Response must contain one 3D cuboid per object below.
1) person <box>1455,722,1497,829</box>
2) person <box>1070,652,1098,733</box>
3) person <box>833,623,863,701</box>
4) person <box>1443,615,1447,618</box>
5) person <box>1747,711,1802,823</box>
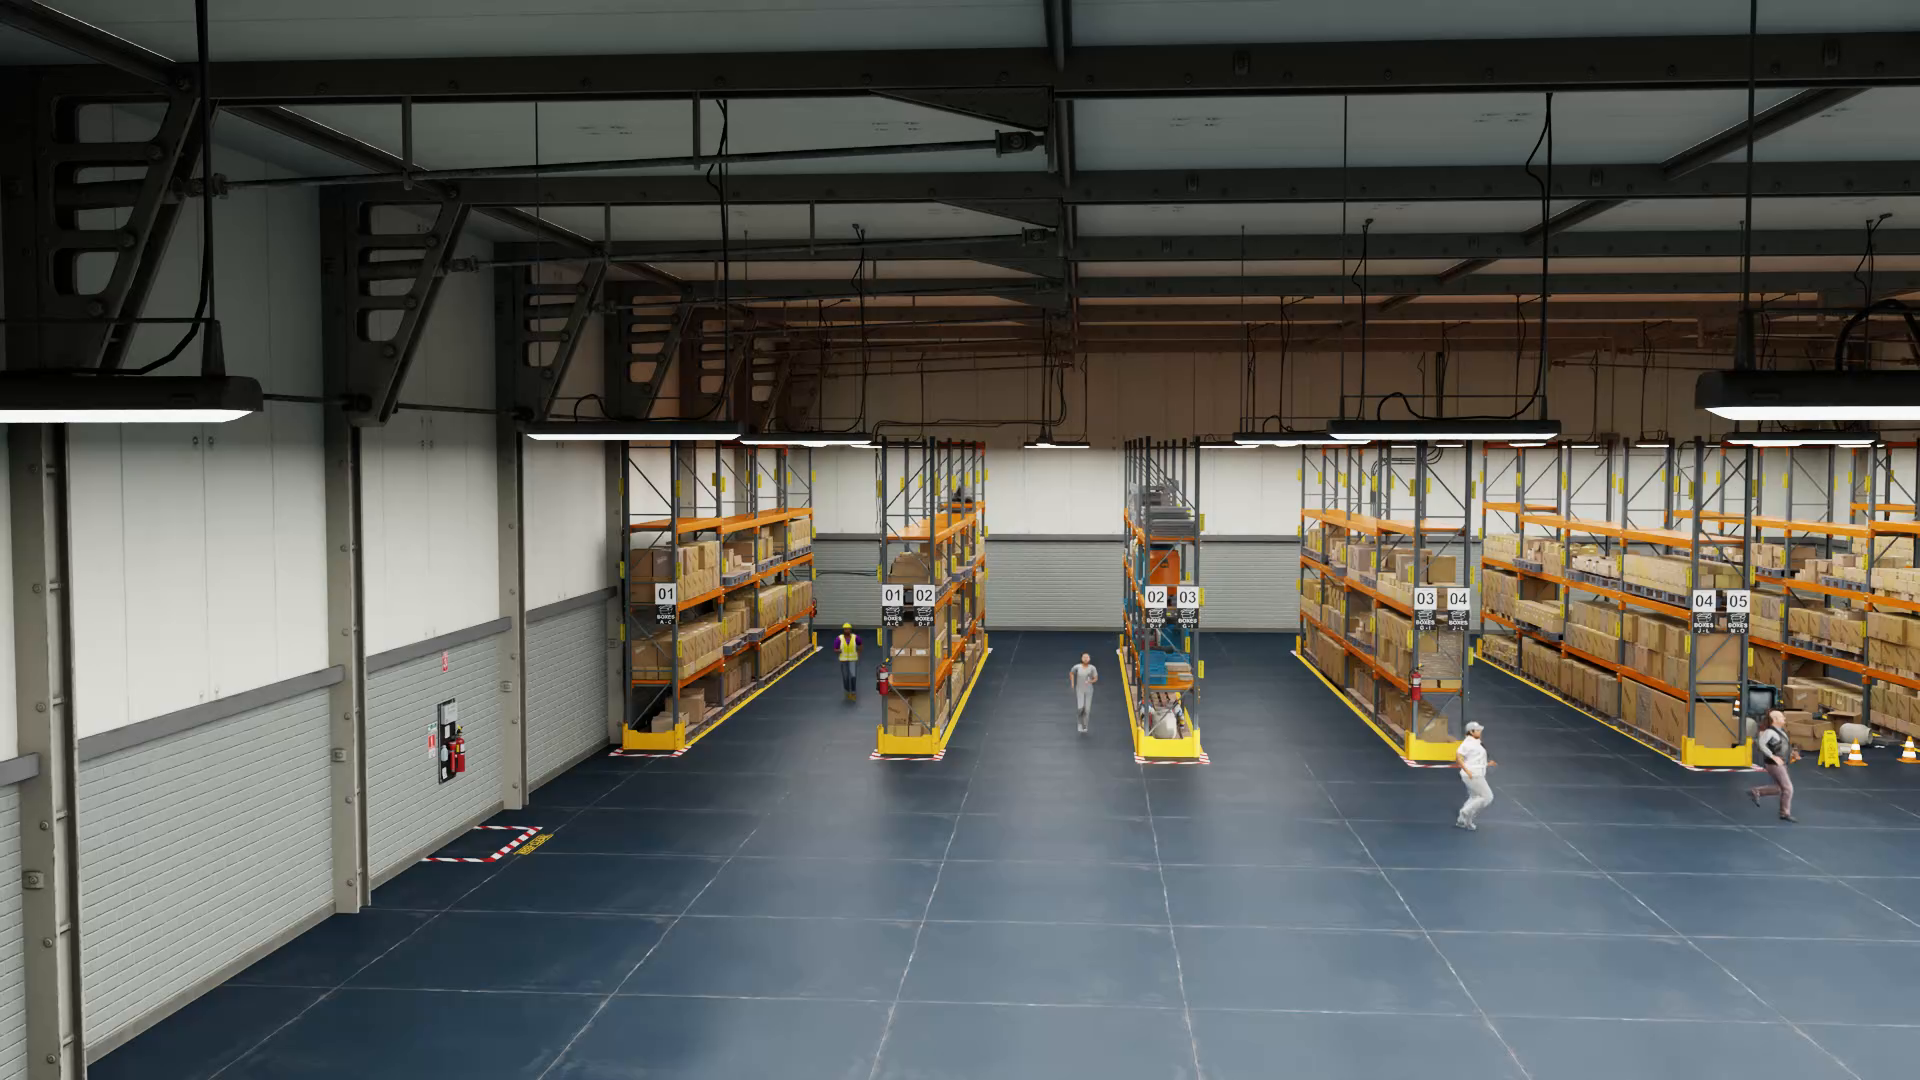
[{"bbox_3d":[7.790,3.559,25.084,0.582,1.629,0.592,1,3,24],"label":"person"},{"bbox_3d":[2.514,3.084,33.685,0.555,1.644,0.629,0,3,-1],"label":"person"},{"bbox_3d":[-2.575,2.807,38.236,0.671,1.805,0.738,0,3,-2],"label":"person"},{"bbox_3d":[13.839,2.336,46.887,0.801,1.783,0.664,-2,4,-33],"label":"person"},{"bbox_3d":[12.655,3.502,25.865,0.801,1.709,0.662,3,4,42],"label":"person"}]
